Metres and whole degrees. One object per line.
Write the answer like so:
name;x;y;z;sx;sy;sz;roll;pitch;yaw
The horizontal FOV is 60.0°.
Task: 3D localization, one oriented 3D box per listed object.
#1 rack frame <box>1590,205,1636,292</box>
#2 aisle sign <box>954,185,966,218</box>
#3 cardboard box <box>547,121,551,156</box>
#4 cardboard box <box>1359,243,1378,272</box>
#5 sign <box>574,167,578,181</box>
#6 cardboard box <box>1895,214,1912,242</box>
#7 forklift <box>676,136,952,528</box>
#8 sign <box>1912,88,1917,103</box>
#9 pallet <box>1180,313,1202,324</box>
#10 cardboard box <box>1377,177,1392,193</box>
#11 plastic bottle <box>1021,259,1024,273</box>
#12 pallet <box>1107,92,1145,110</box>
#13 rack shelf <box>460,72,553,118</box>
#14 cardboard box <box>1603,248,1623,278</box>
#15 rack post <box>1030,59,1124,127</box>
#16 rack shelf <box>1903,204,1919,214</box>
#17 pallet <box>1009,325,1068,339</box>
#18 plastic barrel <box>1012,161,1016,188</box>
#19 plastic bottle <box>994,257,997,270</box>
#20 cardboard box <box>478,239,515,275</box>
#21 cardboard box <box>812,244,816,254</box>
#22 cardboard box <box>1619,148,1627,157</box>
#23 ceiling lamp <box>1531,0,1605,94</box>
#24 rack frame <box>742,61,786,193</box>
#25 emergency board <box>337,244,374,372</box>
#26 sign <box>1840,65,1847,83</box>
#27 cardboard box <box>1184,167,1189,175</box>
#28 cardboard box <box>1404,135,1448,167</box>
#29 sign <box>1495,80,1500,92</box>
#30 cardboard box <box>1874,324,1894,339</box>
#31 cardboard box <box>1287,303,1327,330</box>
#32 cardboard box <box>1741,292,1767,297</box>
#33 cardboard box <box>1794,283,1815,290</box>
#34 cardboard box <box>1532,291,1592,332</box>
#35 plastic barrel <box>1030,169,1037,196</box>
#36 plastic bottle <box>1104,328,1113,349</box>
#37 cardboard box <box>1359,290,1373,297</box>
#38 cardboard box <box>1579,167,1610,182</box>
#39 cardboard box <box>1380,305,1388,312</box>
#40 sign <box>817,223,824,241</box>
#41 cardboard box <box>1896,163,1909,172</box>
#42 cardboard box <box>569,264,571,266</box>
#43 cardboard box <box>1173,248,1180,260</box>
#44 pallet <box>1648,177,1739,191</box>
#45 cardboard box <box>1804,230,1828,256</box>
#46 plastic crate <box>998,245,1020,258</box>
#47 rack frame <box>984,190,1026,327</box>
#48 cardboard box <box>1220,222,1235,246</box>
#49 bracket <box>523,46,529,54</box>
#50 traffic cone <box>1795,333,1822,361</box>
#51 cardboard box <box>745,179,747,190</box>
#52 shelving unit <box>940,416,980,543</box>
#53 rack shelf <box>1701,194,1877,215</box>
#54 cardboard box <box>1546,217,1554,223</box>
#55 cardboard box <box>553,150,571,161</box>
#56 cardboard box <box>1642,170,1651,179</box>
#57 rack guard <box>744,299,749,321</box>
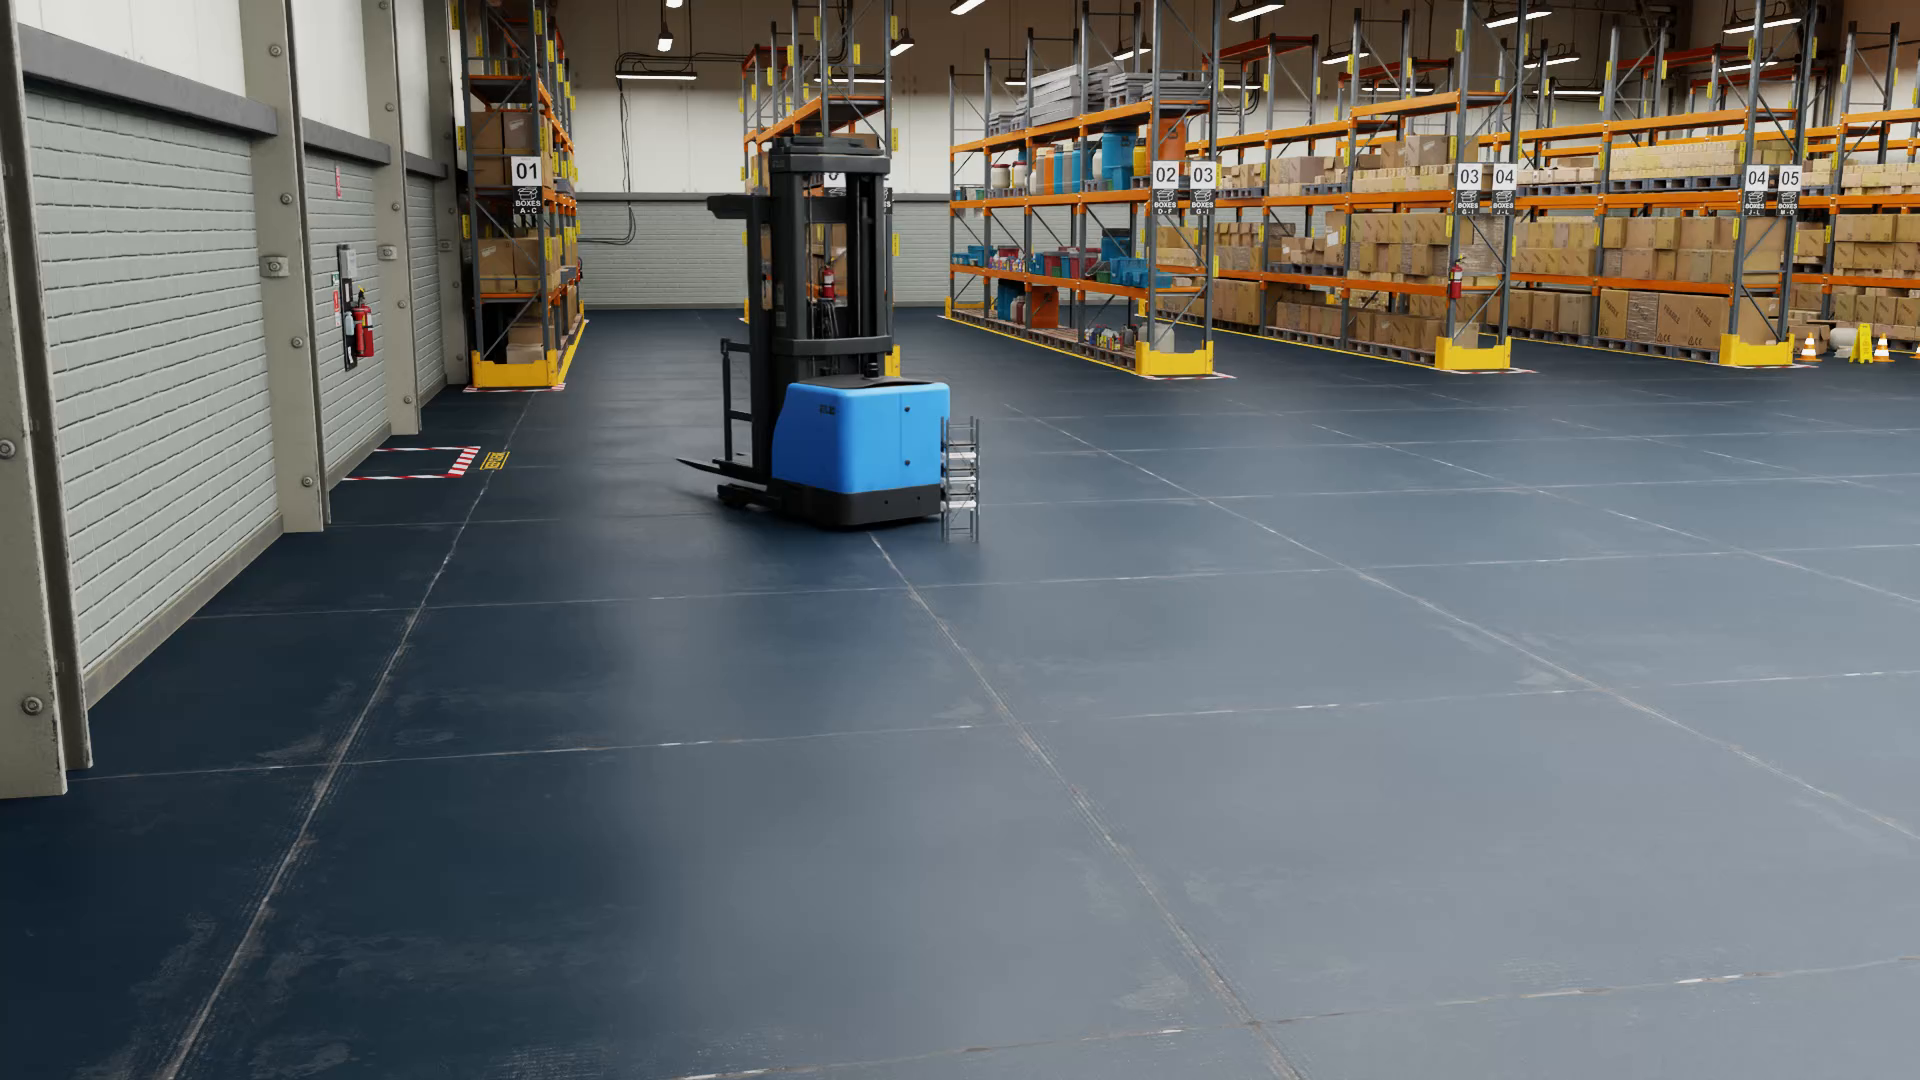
rack frame;15.612;-6.775;39.770;1.000;3.000;0.127;-2;11;-11
aisle sign;-0.050;-8.248;40.555;0.394;0.787;0.004;-2;11;-11
cardboard box;-6.536;-6.153;25.485;0.500;0.500;0.500;-3;11;-13
cardboard box;7.537;-4.965;29.197;0.875;0.500;0.500;-2;11;-11
sign;-8.928;-8.495;38.627;0.100;0.325;0.005;-2;11;-11
cardboard box;17.381;-5.626;29.995;0.700;0.500;0.500;-2;11;-11
forklift;-1.351;-1.756;13.583;1.130;2.935;3.031;-8;13;-36
sign;20.728;-9.646;36.099;0.100;0.325;0.005;-2;11;-11
pallet;5.821;-5.187;38.885;1.003;0.211;1.213;-2;11;-11
cardboard box;7.478;-6.067;28.430;0.500;0.250;0.500;-3;11;-13
plastic bottle;1.269;-5.545;33.618;0.061;0.283;0.133;-2;11;-11
pallet;3.018;-7.051;26.749;1.003;0.211;1.213;-2;11;-11
rack shelf;-6.740;-6.632;24.908;1.077;0.370;4.000;-2;11;-11
cardboard box;12.416;-5.116;30.651;0.875;0.550;0.550;-2;11;-11
rack post;2.122;-8.171;30.523;1.013;1.000;3.121;-2;11;-11
rack shelf;21.648;-6.976;34.728;1.077;0.370;4.000;-2;11;-11
pallet;1.617;-4.274;34.089;1.003;0.211;1.213;-2;11;-11
plastic barrel;1.410;-7.847;35.753;0.600;0.588;0.600;0;11;0
plastic bottle;0.821;-6.008;36.071;0.152;0.276;0.135;-2;11;-11
cardboard box;-6.651;-4.057;23.830;0.500;0.500;0.500;-2;11;-12
cardboard box;-2.208;-4.712;26.929;0.380;0.149;0.250;-2;11;-13
cardboard box;12.121;-6.981;29.977;0.380;0.149;0.250;-2;11;-11
ceiling lamp;16.898;-13.912;45.608;2.000;3.185;0.800;-2;11;-11
rack frame;-4.604;-9.736;39.281;1.000;3.000;0.127;-2;11;-11
emergency board;-5.725;-2.215;15.814;0.194;1.169;0.643;-2;11;-11
sign;16.625;-8.770;31.287;0.100;0.325;0.005;-2;11;-11
cardboard box;5.580;-8.433;38.800;0.700;0.500;0.500;-2;11;-8
cardboard box;7.676;-6.403;27.395;0.500;0.500;0.500;-2;11;-11
sign;11.024;-9.266;34.104;0.100;0.325;0.005;-2;11;-11
cardboard box;17.239;-3.851;30.636;0.500;0.250;0.500;-2;11;-12
cardboard box;6.940;-4.446;33.041;0.700;0.500;0.500;-3;11;-16
cardboard box;20.059;-6.204;42.332;0.700;0.500;0.500;-3;11;-13
cardboard box;20.419;-6.130;40.208;0.380;0.149;0.250;-2;11;-13
cardboard box;11.940;-4.498;32.701;1.050;0.750;0.750;-2;11;-11
plastic barrel;1.571;-6.961;32.427;0.421;0.512;0.421;0;11;0
plastic bottle;2.495;-3.372;27.801;0.144;0.351;0.185;-2;11;-9
cardboard box;10.043;-6.059;40.919;0.380;0.149;0.250;-2;11;-10
cardboard box;12.038;-6.888;31.354;0.500;0.250;0.500;-2;11;-10
cardboard box;10.283;-5.539;39.776;0.380;0.149;0.250;-2;11;-13
sign;-2.027;-4.522;24.204;0.100;0.325;0.005;-2;11;-11
cardboard box;17.217;-6.743;30.120;0.380;0.149;0.250;-2;11;-12
cardboard box;-8.154;-5.568;34.048;0.380;0.149;0.250;-2;11;-11
cardboard box;5.346;-6.747;39.229;0.500;0.250;0.500;-2;11;-10
pallet;12.715;-6.166;28.783;1.003;0.211;1.213;-2;11;-11
cardboard box;16.853;-5.786;32.386;0.500;0.500;0.500;-2;11;-12
plastic crate;1.106;-6.468;37.827;0.402;0.464;0.583;-2;11;-11
rack frame;1.033;-6.235;36.931;1.000;3.000;0.127;-2;11;-11
cardboard box;6.146;-6.714;36.496;0.797;0.503;0.637;-2;11;-10
bracket;-9.903;-11.248;37.600;0.076;0.066;4.783;-2;11;-11
traffic cone;14.400;-3.279;28.184;0.336;0.463;0.334;-2;11;-11
cardboard box;-4.760;-8.331;38.984;0.500;0.250;0.500;-2;11;-11
shelving unit;-0.002;-0.444;12.120;0.258;0.900;0.210;-2;11;-11
rack shelf;16.779;-6.795;33.776;1.077;0.370;4.000;-2;11;-11
cardboard box;14.892;-8.007;41.564;0.380;0.149;0.250;-2;11;-12
cardboard box;-8.548;-8.039;35.393;0.500;0.500;0.500;-2;11;-12
cardboard box;12.270;-6.449;29.317;0.380;0.149;0.250;-2;11;-12
rack guard;-4.589;-5.547;40.003;1.175;0.500;0.348;-2;11;-11
